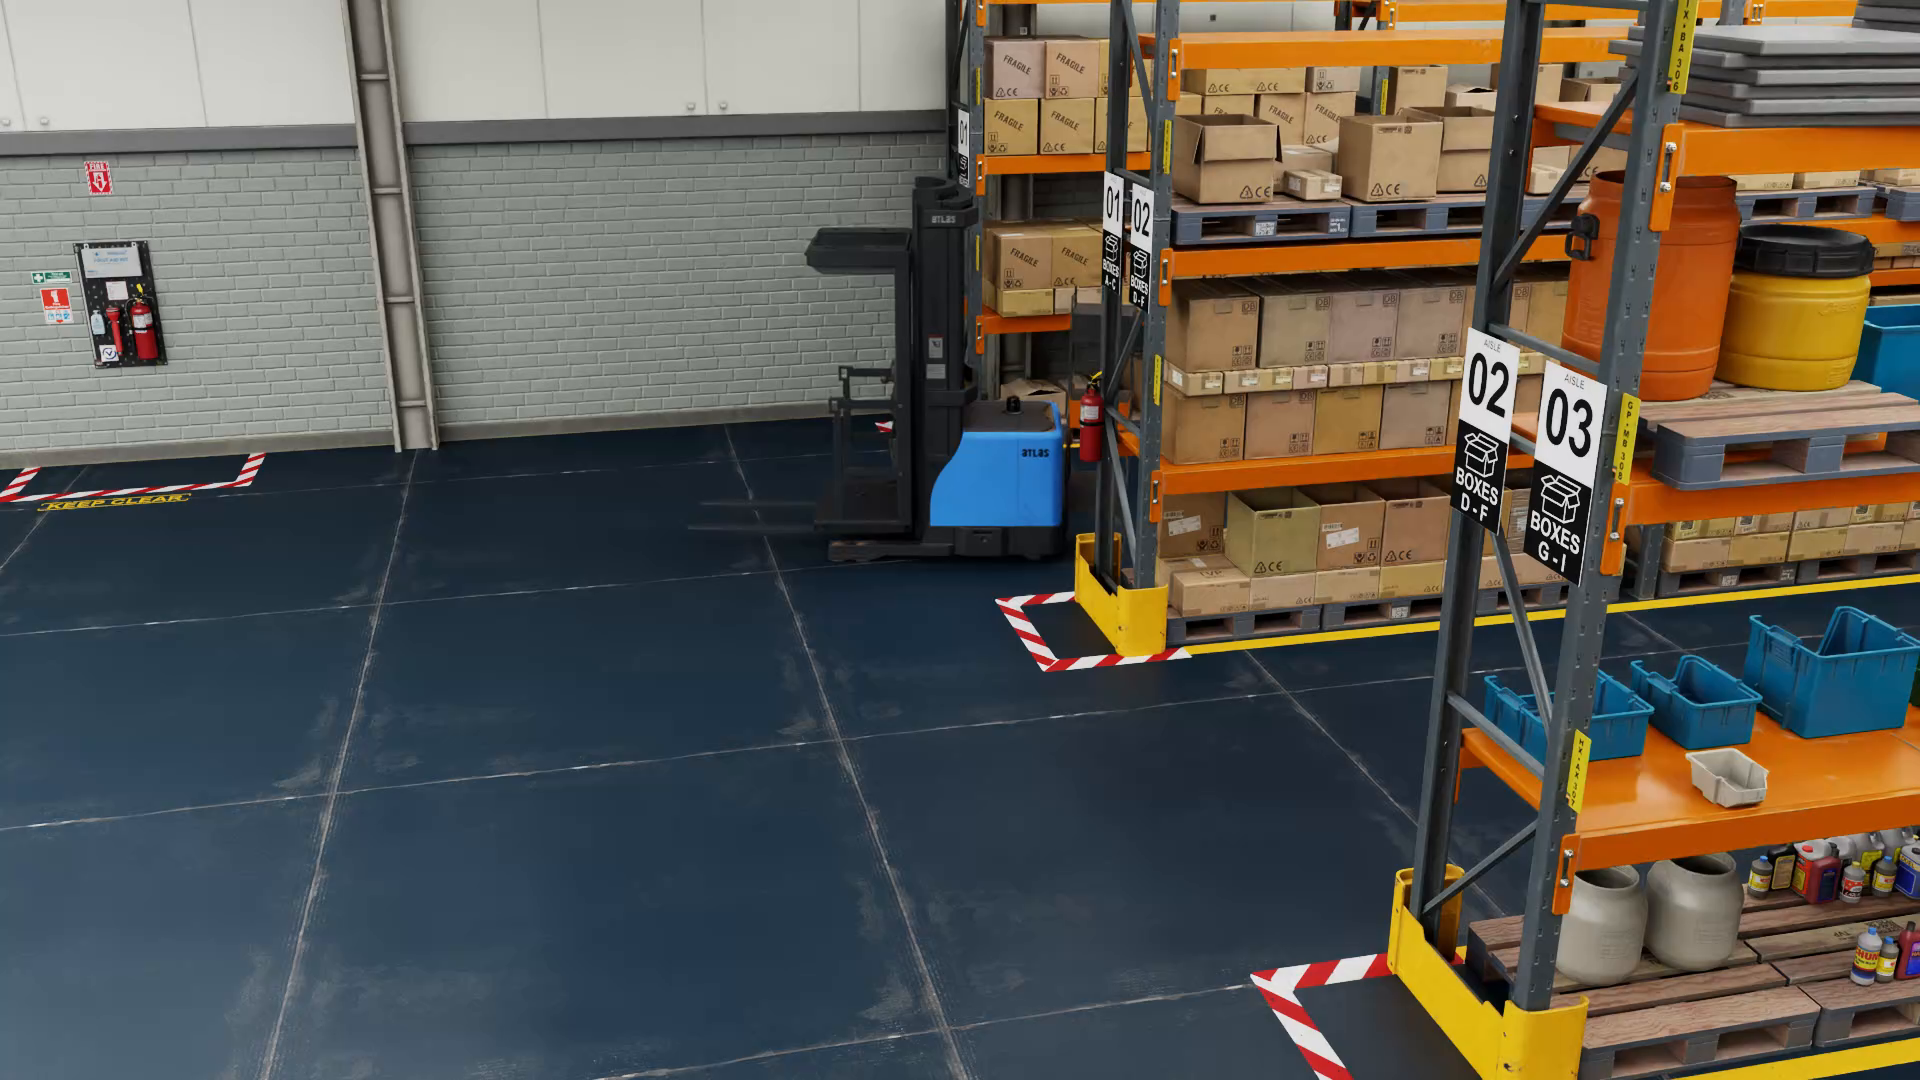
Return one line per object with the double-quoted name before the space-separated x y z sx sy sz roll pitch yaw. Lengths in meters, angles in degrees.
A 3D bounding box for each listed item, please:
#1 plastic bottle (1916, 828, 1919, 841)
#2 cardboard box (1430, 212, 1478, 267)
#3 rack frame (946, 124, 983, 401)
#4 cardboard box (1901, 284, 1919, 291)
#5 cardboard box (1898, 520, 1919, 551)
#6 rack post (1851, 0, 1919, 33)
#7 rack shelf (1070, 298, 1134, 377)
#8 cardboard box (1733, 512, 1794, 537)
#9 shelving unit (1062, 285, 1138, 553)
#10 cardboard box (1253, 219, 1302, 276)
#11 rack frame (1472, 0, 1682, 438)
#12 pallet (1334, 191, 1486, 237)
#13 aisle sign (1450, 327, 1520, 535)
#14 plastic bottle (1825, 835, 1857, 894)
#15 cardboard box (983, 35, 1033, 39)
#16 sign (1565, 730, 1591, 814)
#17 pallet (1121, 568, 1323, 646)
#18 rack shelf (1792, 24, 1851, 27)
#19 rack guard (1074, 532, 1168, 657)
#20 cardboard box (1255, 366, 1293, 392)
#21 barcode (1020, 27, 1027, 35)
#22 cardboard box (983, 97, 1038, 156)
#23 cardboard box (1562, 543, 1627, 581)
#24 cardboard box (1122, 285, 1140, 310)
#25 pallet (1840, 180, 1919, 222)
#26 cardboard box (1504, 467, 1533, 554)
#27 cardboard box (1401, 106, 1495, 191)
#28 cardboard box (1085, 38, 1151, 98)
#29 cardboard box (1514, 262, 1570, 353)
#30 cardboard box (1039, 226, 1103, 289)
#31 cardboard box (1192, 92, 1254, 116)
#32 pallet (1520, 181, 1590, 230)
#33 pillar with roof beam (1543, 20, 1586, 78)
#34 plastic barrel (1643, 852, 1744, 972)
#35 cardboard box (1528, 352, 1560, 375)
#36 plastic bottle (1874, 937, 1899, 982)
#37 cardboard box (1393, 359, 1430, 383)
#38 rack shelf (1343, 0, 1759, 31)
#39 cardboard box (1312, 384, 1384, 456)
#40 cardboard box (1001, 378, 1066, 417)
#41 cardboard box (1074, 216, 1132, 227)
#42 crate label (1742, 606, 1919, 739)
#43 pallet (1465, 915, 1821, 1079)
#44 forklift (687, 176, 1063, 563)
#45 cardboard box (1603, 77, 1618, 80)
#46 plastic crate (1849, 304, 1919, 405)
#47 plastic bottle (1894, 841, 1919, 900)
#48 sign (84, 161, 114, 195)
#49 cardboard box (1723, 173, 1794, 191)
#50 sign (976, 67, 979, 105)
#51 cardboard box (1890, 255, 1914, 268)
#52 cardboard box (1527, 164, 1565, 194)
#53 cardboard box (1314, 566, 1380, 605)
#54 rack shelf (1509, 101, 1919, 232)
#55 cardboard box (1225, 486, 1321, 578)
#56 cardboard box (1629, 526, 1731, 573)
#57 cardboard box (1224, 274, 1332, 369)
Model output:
"plastic bottle" 4.973 1.551 8.530 0.133 0.283 0.061 -4 20 -10
"cardboard box" 4.977 -3.098 17.125 0.500 0.500 0.700 -3 20 -7
"rack frame" 0.035 -2.457 16.160 0.127 3.000 1.000 -5 21 -12
"cardboard box" 11.111 -2.499 18.791 0.750 0.750 0.750 -4 21 -12
"cardboard box" 7.517 -0.134 13.207 0.500 0.250 0.500 -4 21 -11
"rack post" 4.193 -2.086 6.536 0.954 0.300 0.937 -5 21 -13
"rack shelf" 1.134 -1.603 13.130 0.480 0.518 0.431 3 21 7
"cardboard box" 6.019 -0.272 12.768 0.500 0.311 0.500 -5 21 -13
"shelving unit" 1.125 -0.959 13.369 0.503 2.100 0.431 3 21 7
"cardboard box" 3.055 -2.882 16.420 0.500 0.500 0.500 -5 21 -13
"rack frame" 2.315 -1.957 6.075 0.127 3.000 1.000 -5 21 -12
"pallet" 3.062 -2.311 11.530 1.213 0.211 1.003 -5 21 -12
"aisle sign" 2.177 -0.455 6.916 0.004 0.787 0.394 -5 21 -12
"plastic bottle" 4.388 1.618 8.357 0.135 0.276 0.152 -5 21 -14
"cardboard box" 0.395 -4.513 15.784 0.500 0.500 0.500 -4 20 -10
"sign" 2.437 0.914 6.556 0.005 0.325 0.100 -5 21 -12
"pallet" 1.913 0.436 12.318 1.213 0.211 1.003 -5 21 -12
"rack shelf" 7.018 -3.565 12.092 4.000 0.370 1.077 -5 21 -12
"rack guard" 1.155 0.377 12.059 0.348 0.500 1.175 -5 21 -12
"cardboard box" 2.110 -1.150 11.506 0.250 0.149 0.380 -5 21 -12
"barcode" 0.611 -4.887 15.962 0.075 0.075 0.001 -5 21 -12
"cardboard box" 0.418 -3.864 15.467 0.500 0.500 0.500 -4 21 -11
"cardboard box" 4.670 0.088 12.600 0.500 0.250 0.500 -5 21 -12
"cardboard box" 1.582 -2.412 16.228 0.500 0.250 0.500 -5 21 -13
"pallet" 7.237 -2.579 12.407 1.213 0.211 1.003 -4 20 -10
"cardboard box" 4.181 -0.228 12.373 0.500 0.500 0.500 -5 21 -12
"cardboard box" 3.440 -2.747 11.628 0.637 0.503 0.797 -2 20 -6
"cardboard box" 1.462 -4.407 15.496 0.500 0.500 0.500 -4 21 -11
"cardboard box" 4.150 -1.694 12.046 0.500 0.500 0.700 -5 21 -13
"cardboard box" 1.052 -2.721 15.980 0.500 0.500 0.500 -5 21 -12
"cardboard box" 2.468 -4.023 15.901 0.500 0.500 0.500 -5 21 -15
"pallet" 4.247 -2.406 11.790 1.213 0.211 1.003 -5 21 -12
"pillar with roof beam" 7.347 -4.653 13.433 0.400 9.000 9.100 -5 21 -12
"plastic barrel" 3.426 1.713 7.783 0.421 0.512 0.421 0 20 0
"cardboard box" 4.105 -1.312 11.947 0.250 0.149 0.380 -5 21 -13
"plastic bottle" 4.252 1.919 7.642 0.097 0.201 0.097 0 20 0
"cardboard box" 3.106 -1.231 11.725 0.250 0.149 0.380 -4 21 -12
"rack shelf" 5.874 -5.223 16.617 4.000 0.370 1.077 -5 21 -12
"cardboard box" 2.631 -0.959 11.926 0.500 0.500 0.700 -5 21 -12
"cardboard box" 0.729 -1.425 16.614 0.500 0.311 0.500 -7 21 -19
"cardboard box" 1.439 -2.935 16.565 0.500 0.500 0.500 -5 21 -14
"crate label" 4.044 0.607 7.746 0.616 0.435 0.502 -5 21 -12
"pallet" 3.170 2.085 7.817 1.213 0.211 1.003 -5 21 -12
"forklift" -0.687 -1.374 13.305 3.031 2.935 1.130 0 20 0
"cardboard box" 7.067 -4.575 17.407 0.500 0.500 0.500 -5 21 -12
"plastic crate" 4.101 -0.793 7.281 0.575 0.384 0.392 -5 21 -12
"plastic bottle" 4.788 1.636 8.307 0.135 0.276 0.152 -5 21 -12
"sign" -7.766 -3.265 14.997 0.199 0.298 0.001 -5 21 -12
"cardboard box" 5.673 -2.696 12.061 0.500 0.250 0.500 -3 20 -7
"sign" 0.160 -4.094 14.998 0.005 0.325 0.100 -5 21 -12
"cardboard box" 10.203 -3.091 18.227 0.250 0.149 0.380 -5 21 -14
"cardboard box" 3.960 -2.482 11.419 0.250 0.149 0.380 -5 21 -12
"cardboard box" 2.724 0.247 12.167 0.500 0.250 0.500 -5 21 -12
"rack shelf" 4.261 -1.590 6.700 4.000 0.370 1.077 -5 21 -12
"cardboard box" 2.238 -0.065 11.929 0.500 0.500 0.500 -5 21 -12
"cardboard box" 5.521 0.029 12.760 0.500 0.250 0.500 -5 21 -14
"cardboard box" 2.198 -1.535 11.613 0.500 0.500 0.700 -5 21 -14
